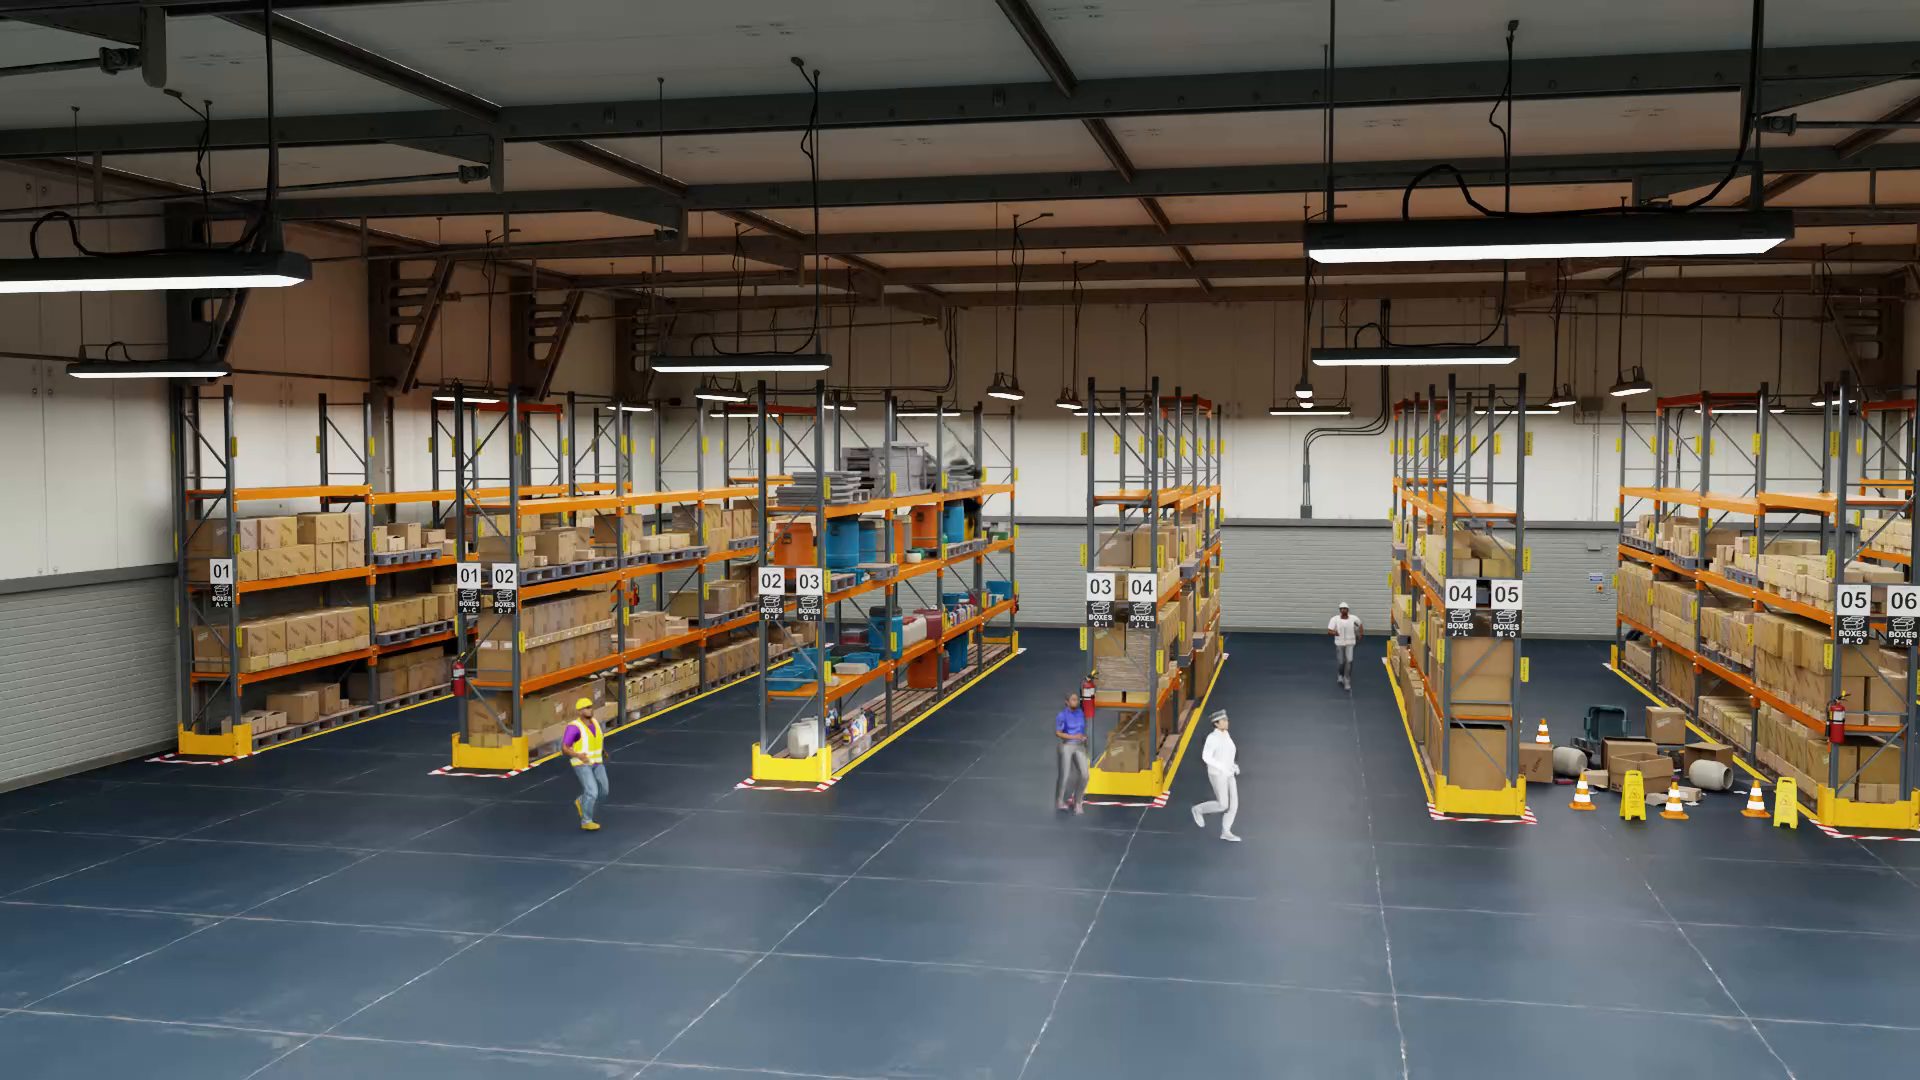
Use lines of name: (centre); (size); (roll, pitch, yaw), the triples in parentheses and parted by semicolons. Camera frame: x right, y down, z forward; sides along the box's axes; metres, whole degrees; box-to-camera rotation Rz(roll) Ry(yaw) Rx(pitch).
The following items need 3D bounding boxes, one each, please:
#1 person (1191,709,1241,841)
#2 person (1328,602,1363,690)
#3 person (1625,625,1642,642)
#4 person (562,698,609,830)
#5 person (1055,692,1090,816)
person: (3.310, 2.983, 21.238); (0.701, 1.661, 0.607); (3, 4, 39)
person: (8.024, 2.193, 34.645); (0.704, 1.793, 0.889); (1, 3, 14)
person: (15.760, 2.031, 38.795); (0.597, 1.462, 0.474); (-3, 4, -44)
person: (-4.884, 2.922, 21.768); (0.605, 1.718, 0.696); (2, 4, 33)
person: (1.549, 2.909, 22.711); (0.583, 1.680, 0.690); (-1, 4, -25)
